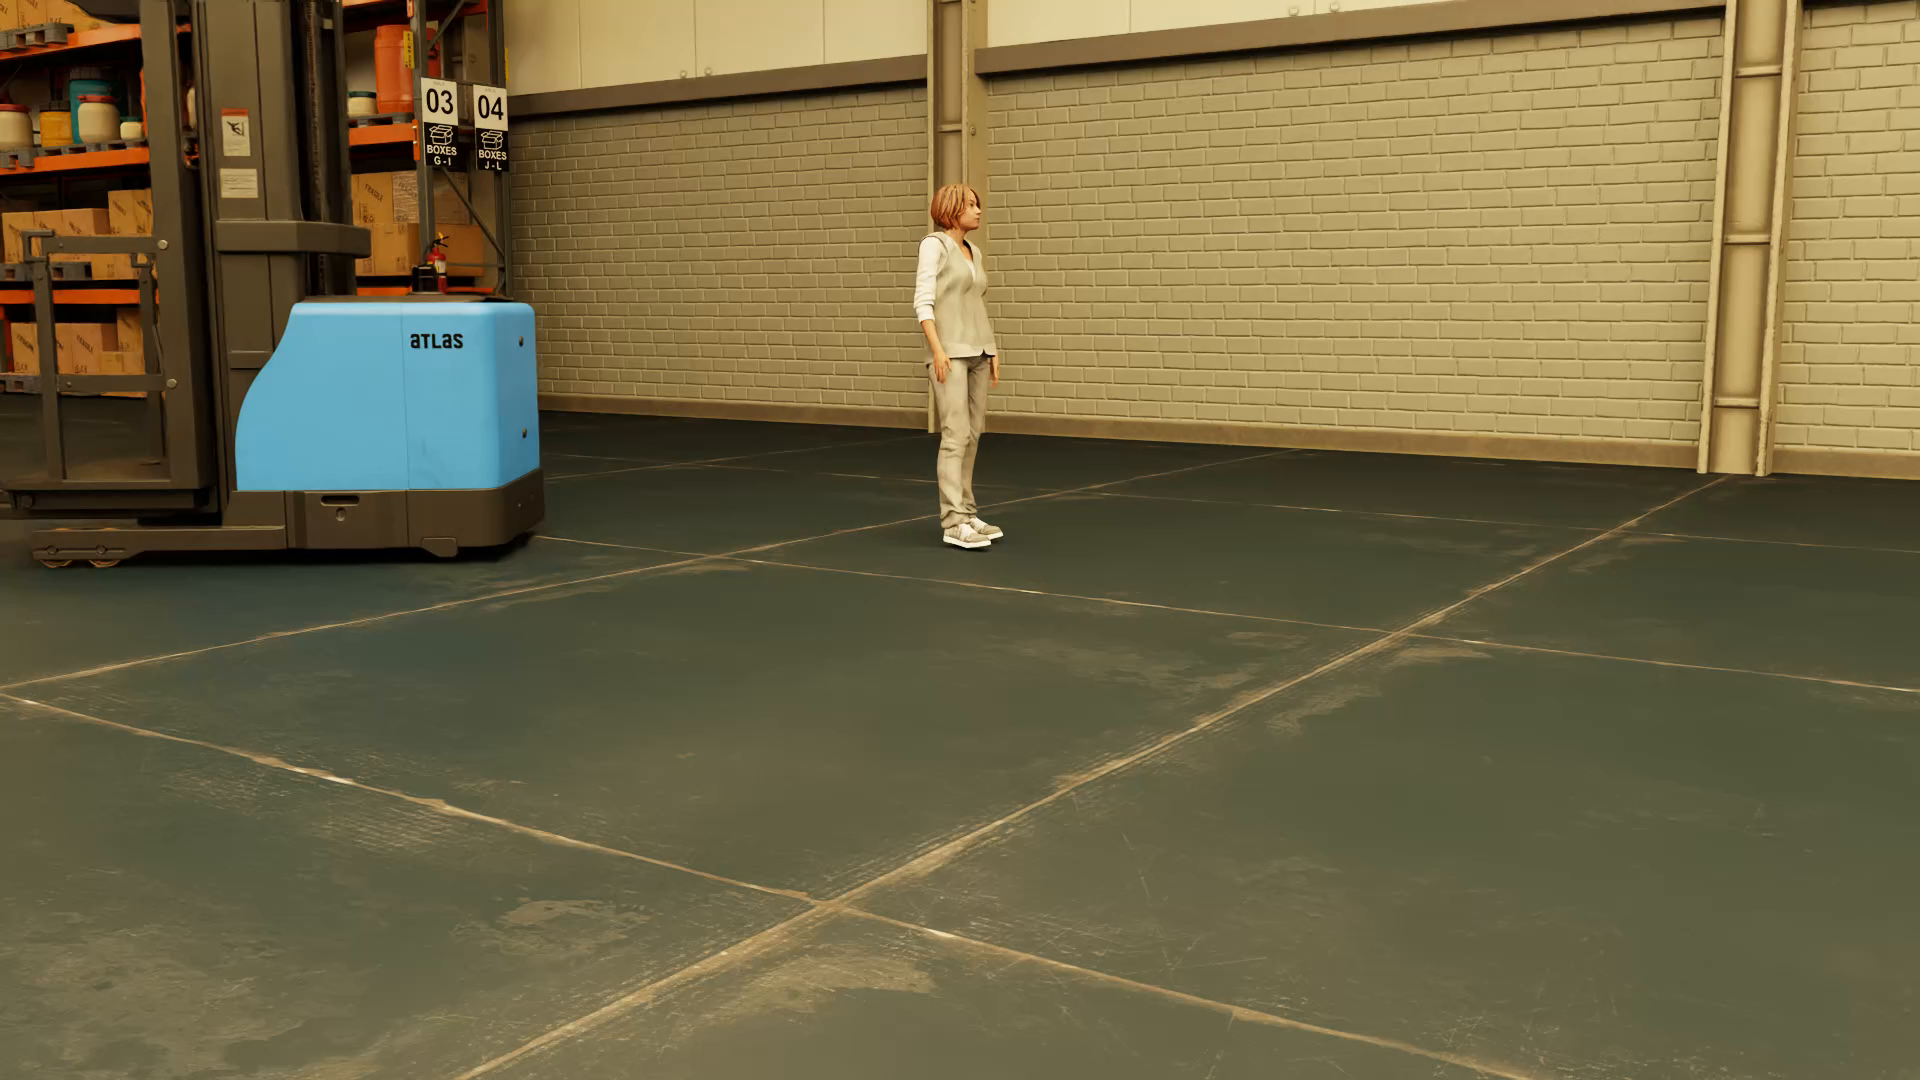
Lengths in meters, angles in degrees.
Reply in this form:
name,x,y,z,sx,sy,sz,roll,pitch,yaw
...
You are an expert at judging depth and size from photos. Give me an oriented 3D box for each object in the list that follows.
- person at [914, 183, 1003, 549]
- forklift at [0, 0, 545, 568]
name,x,y,z,sx,sy,sz,roll,pitch,yaw
person,0.053,-0.791,7.438,0.475,1.597,0.520,5,10,34
forklift,-3.443,-1.413,7.126,3.031,2.935,1.130,0,8,-3
